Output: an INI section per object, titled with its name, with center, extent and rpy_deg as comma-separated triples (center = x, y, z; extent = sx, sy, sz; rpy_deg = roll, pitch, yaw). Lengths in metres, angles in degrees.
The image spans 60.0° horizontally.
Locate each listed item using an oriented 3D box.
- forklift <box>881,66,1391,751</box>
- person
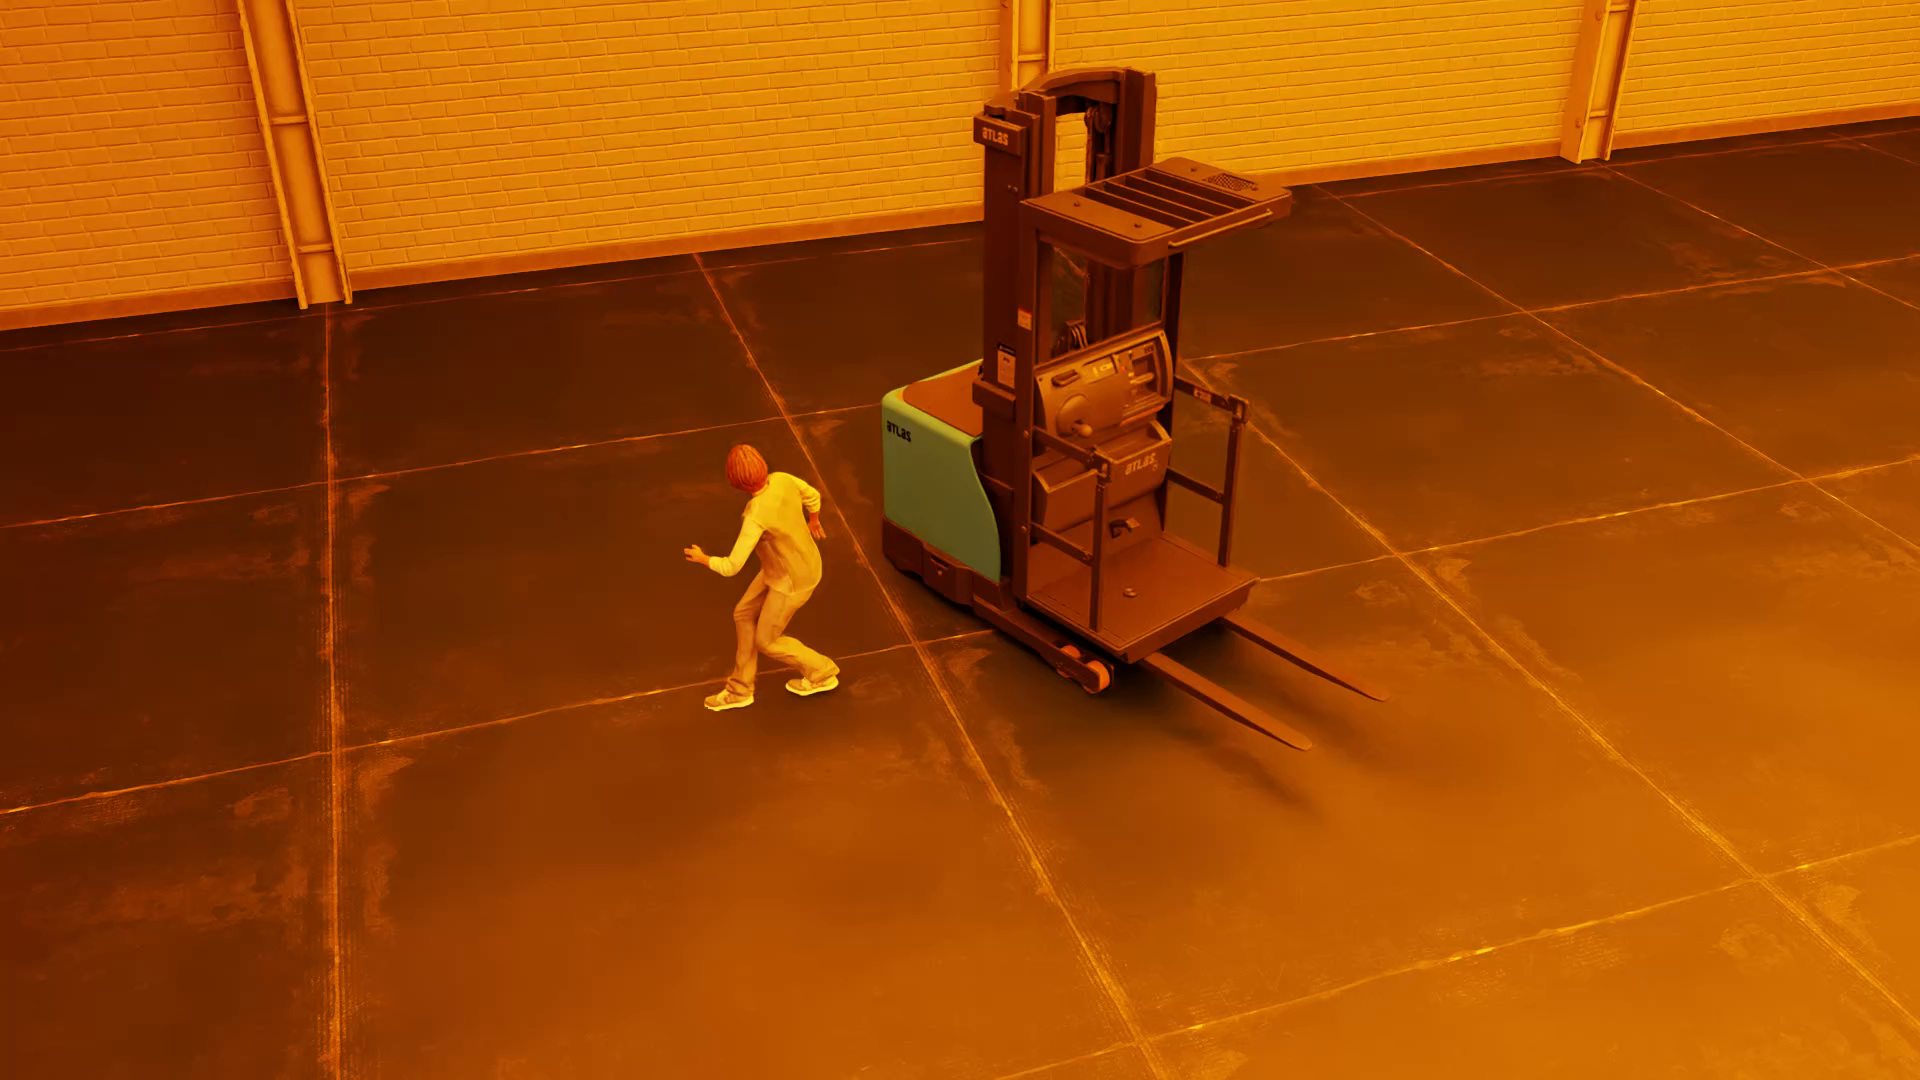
[forklift]
center = 0.890, -0.761, 8.409
extent = 1.130, 2.935, 3.031
rpy_deg = -23, 37, -35
[person]
center = -0.996, 0.139, 8.341
extent = 0.744, 1.466, 0.656
rpy_deg = 1, 30, 2
